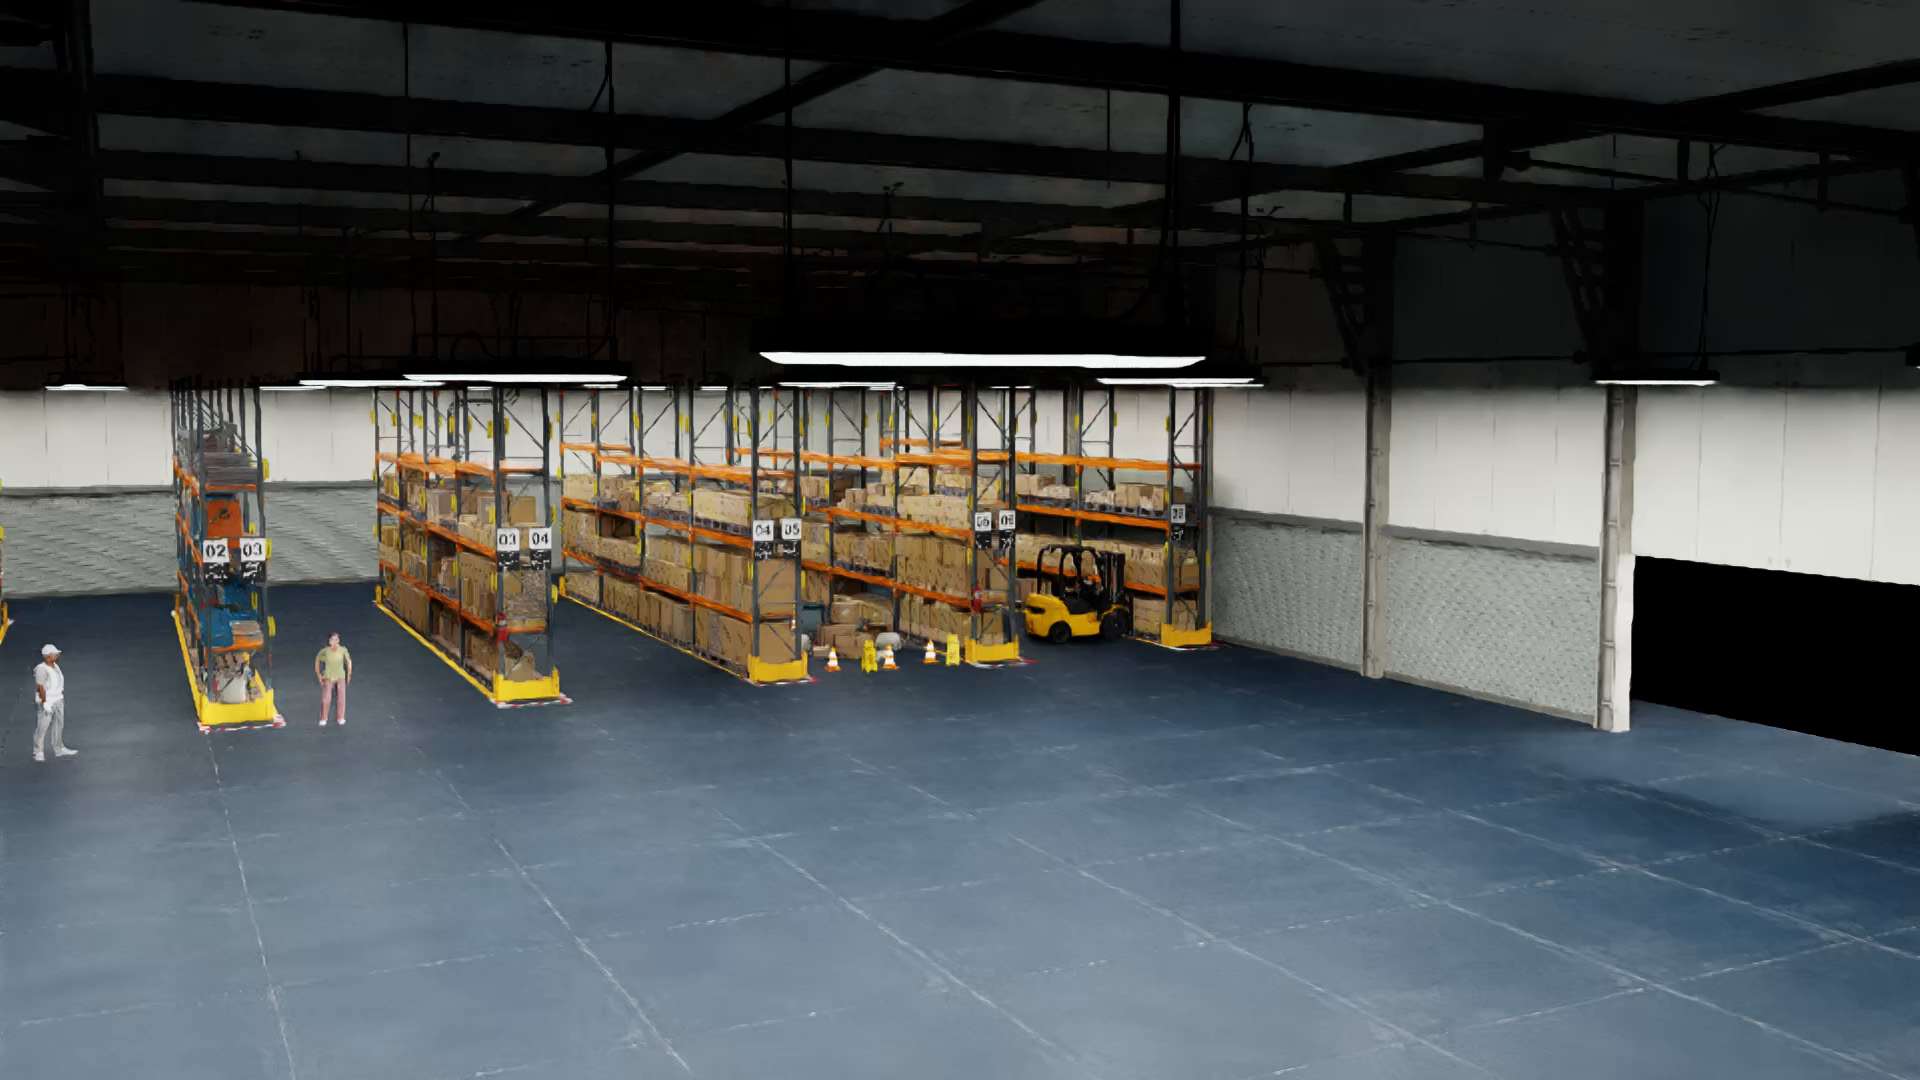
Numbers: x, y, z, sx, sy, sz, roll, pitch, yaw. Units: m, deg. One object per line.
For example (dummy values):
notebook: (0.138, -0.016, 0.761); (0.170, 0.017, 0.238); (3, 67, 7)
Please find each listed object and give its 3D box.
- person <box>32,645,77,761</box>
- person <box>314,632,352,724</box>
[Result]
person: (-14.192, 2.520, 25.941); (0.477, 1.788, 0.646); (0, 5, -1)
person: (-10.775, 2.380, 28.607); (0.598, 1.619, 0.507); (-3, 6, -28)
